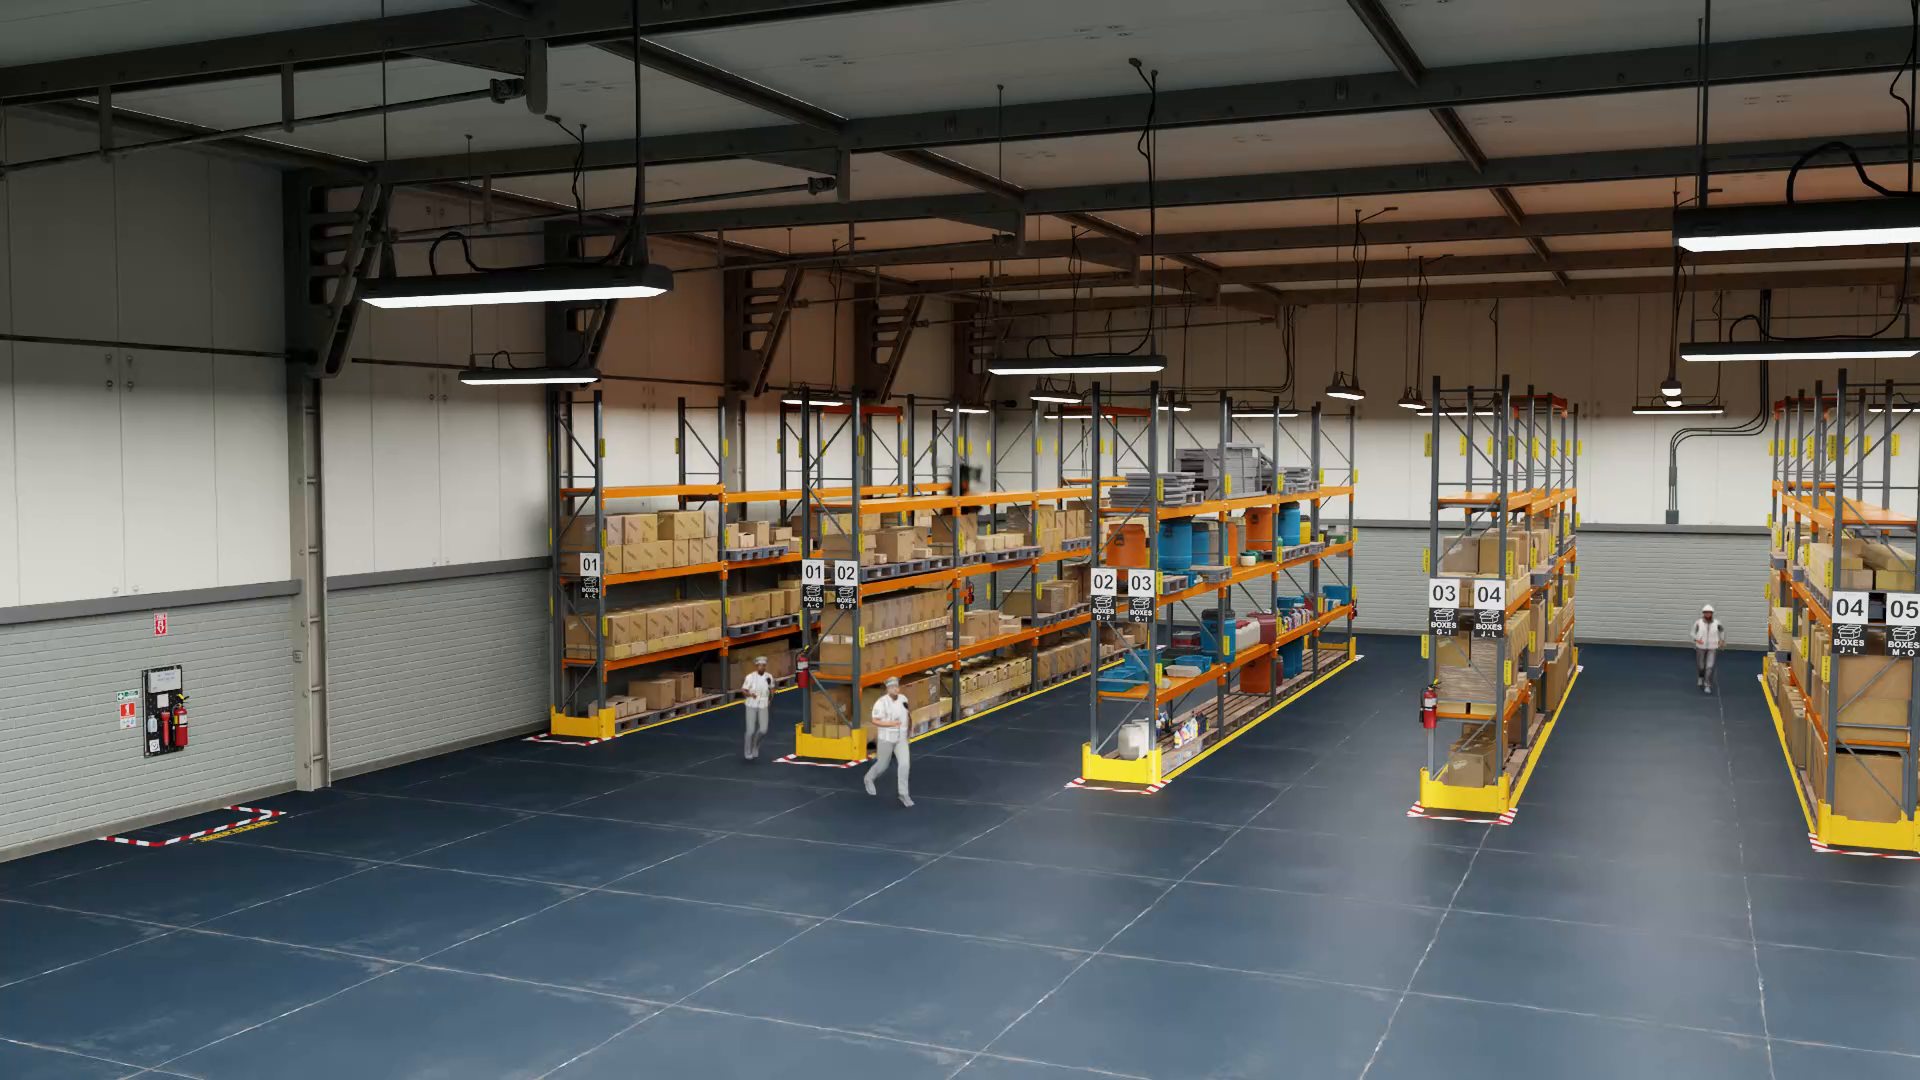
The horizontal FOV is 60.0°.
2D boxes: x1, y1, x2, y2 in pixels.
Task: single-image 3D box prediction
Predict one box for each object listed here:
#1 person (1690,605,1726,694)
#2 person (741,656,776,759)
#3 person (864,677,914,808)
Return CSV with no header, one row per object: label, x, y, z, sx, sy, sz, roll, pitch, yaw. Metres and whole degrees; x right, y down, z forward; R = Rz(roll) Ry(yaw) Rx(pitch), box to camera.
person,15.414,2.231,34.278,0.683,1.781,0.812,1,3,24
person,-3.215,2.696,26.741,0.588,1.667,0.616,-1,3,-17
person,-0.974,2.814,23.521,0.672,1.813,0.984,-2,4,-30
